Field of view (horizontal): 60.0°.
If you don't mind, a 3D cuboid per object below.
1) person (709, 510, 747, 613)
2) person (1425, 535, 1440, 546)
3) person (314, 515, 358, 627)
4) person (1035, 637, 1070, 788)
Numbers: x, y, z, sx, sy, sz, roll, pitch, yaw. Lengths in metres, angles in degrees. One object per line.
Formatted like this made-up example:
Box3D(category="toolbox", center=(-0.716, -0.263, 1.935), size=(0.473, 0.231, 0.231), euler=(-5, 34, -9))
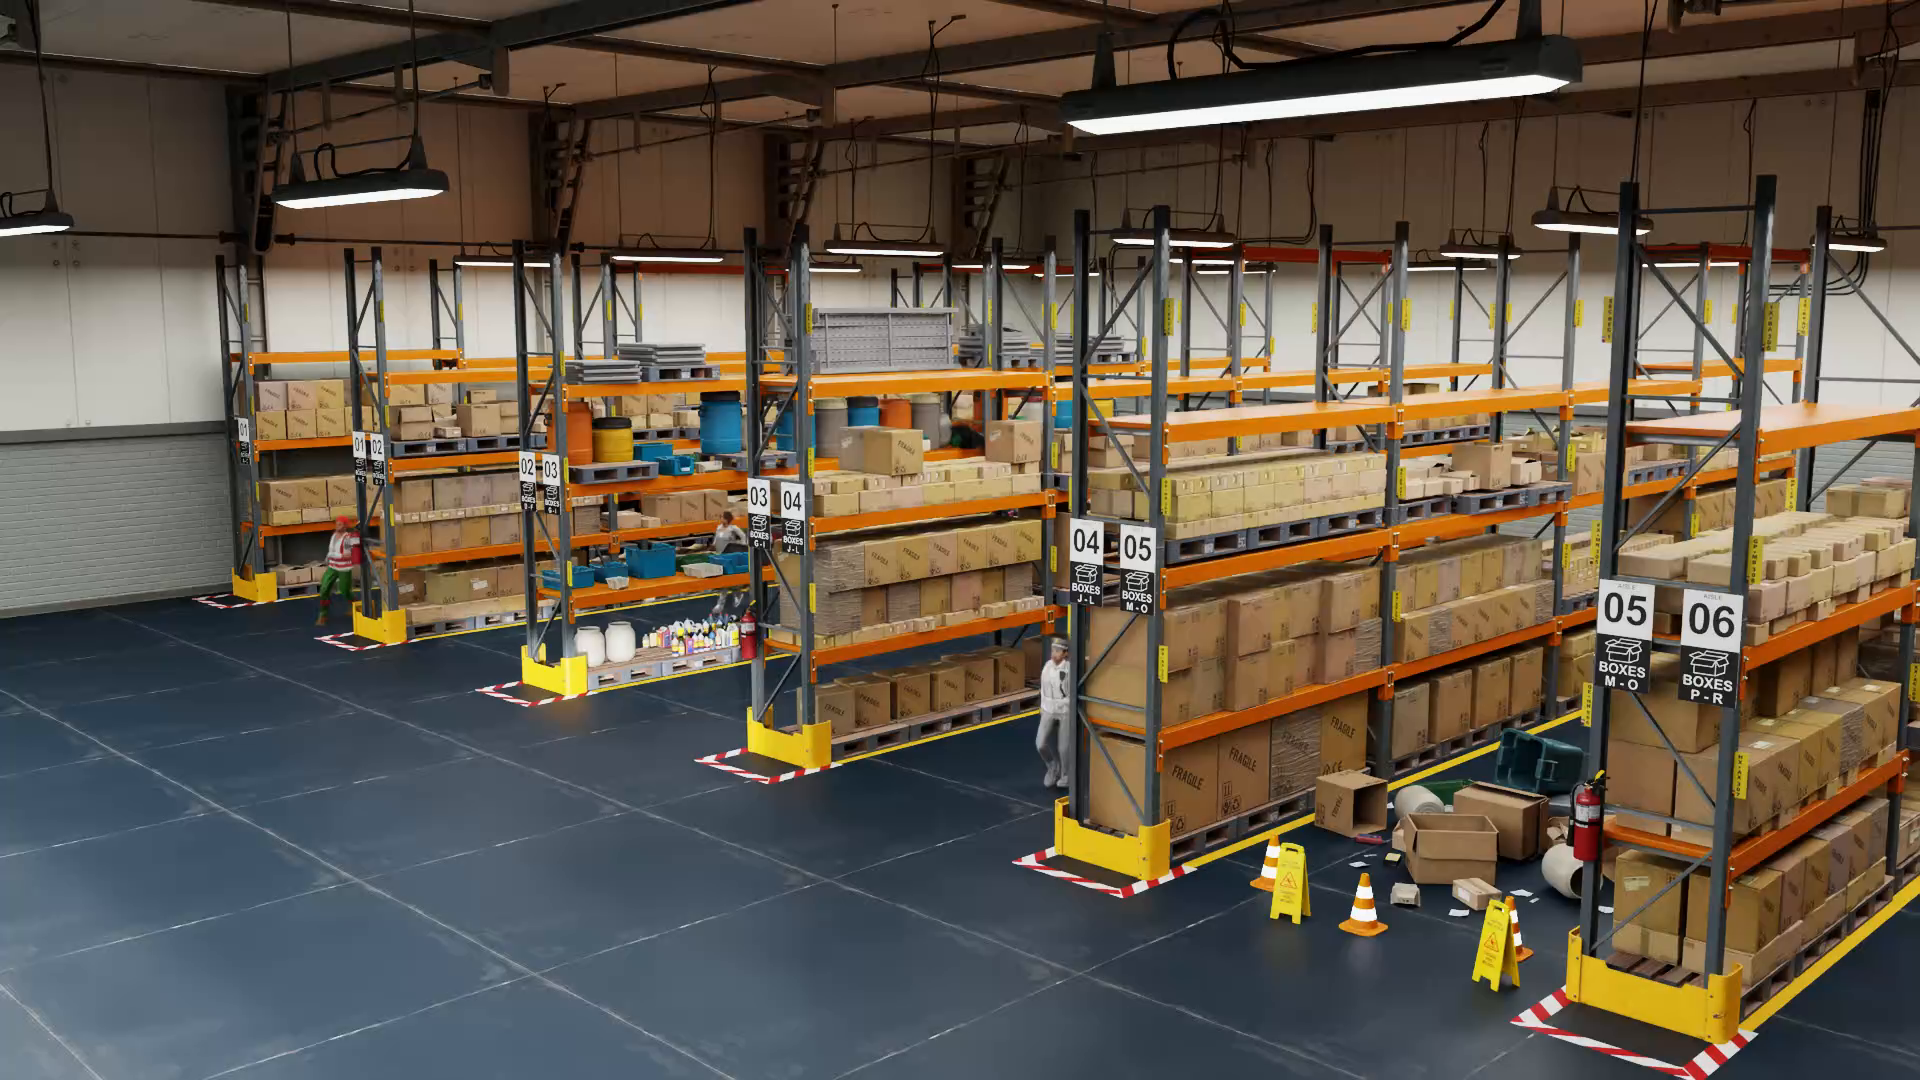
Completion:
Box3D(category="person", center=(-3.717, 0.322, 26.492), size=(0.540, 1.598, 0.798), euler=(5, 10, 33))
Box3D(category="person", center=(7.168, 0.740, 25.430), size=(0.595, 1.719, 0.648), euler=(7, 11, 40))
Box3D(category="person", center=(-10.001, 0.493, 26.963), size=(0.682, 1.823, 0.853), euler=(3, 9, 21))
Box3D(category="person", center=(1.038, 1.845, 17.675), size=(0.617, 1.672, 0.621), euler=(5, 9, 29))
